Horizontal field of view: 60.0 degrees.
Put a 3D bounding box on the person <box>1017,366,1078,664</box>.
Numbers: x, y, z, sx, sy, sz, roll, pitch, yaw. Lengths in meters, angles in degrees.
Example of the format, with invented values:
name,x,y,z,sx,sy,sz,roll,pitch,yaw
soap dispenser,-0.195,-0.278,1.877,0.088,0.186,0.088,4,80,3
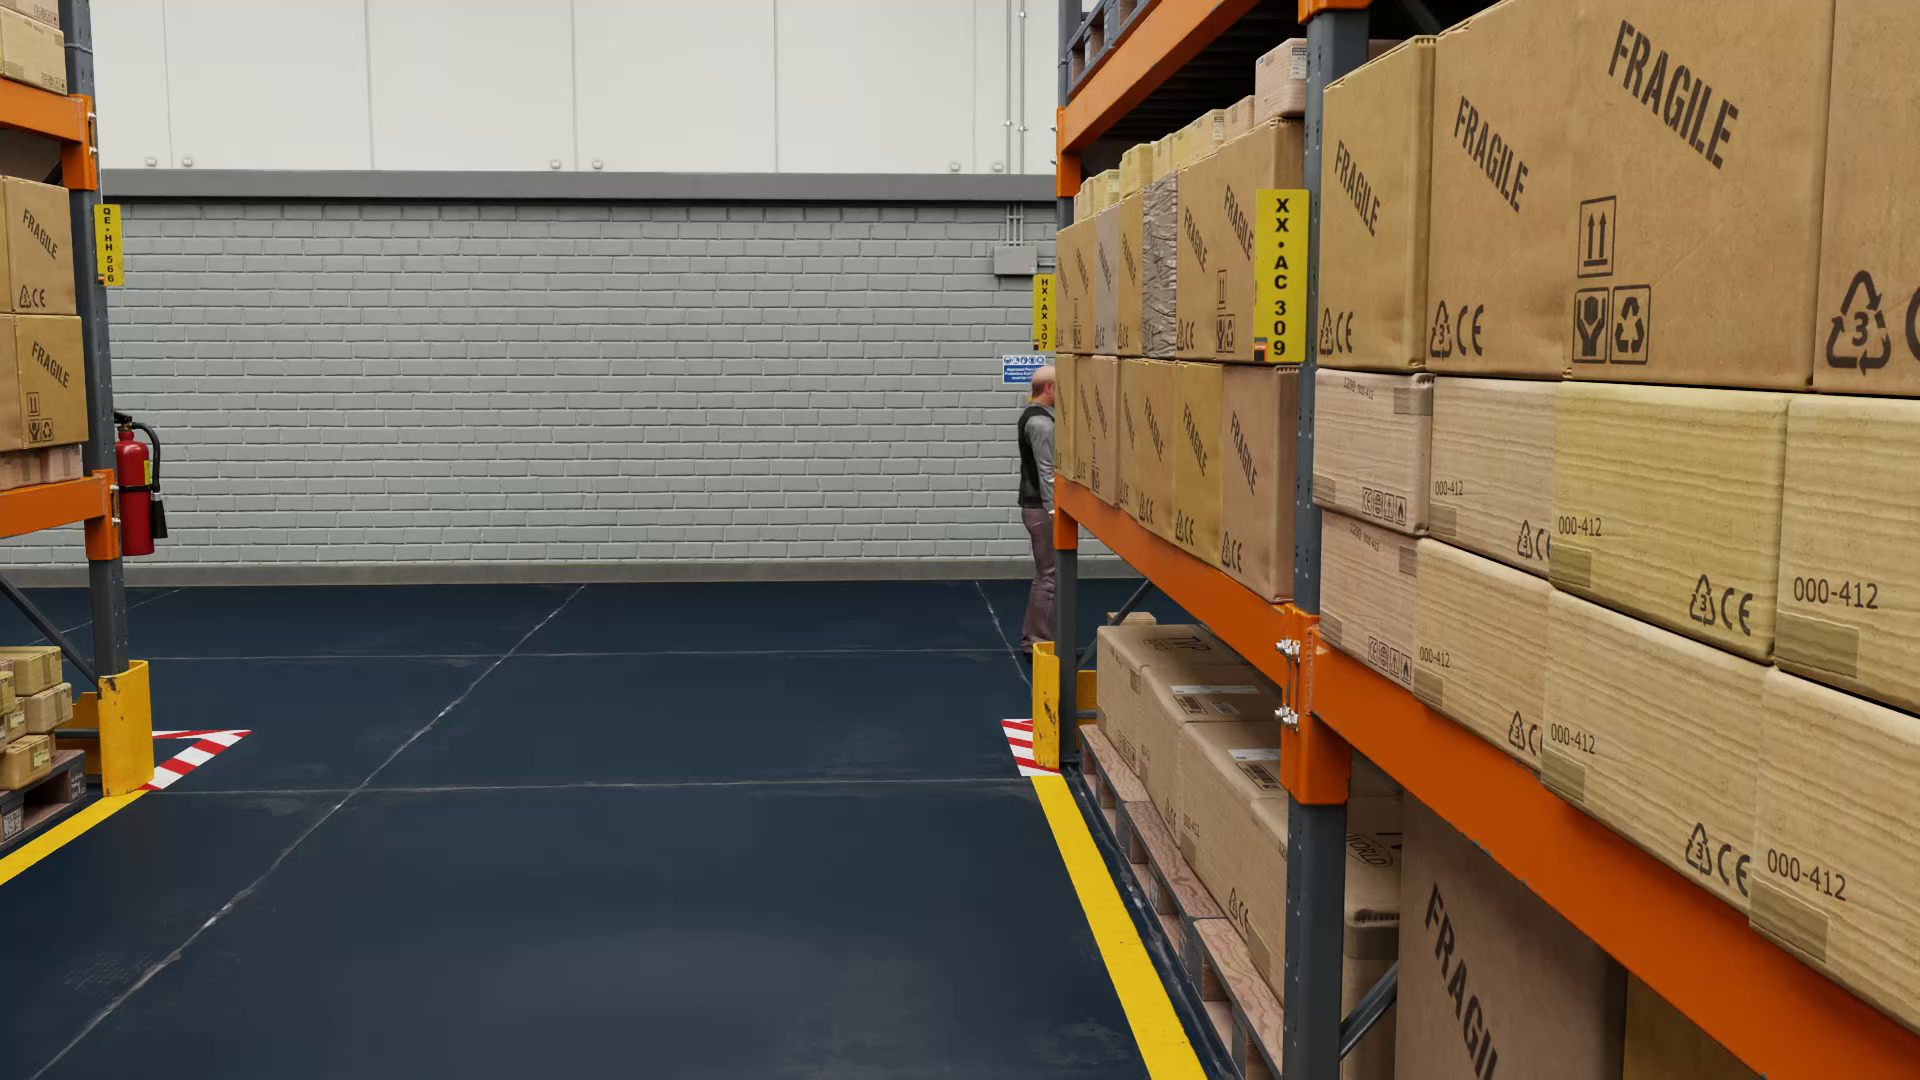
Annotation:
name,x,y,z,sx,sy,sz,roll,pitch,yaw
person,0.512,-0.155,9.688,0.358,1.714,0.533,0,7,-3
